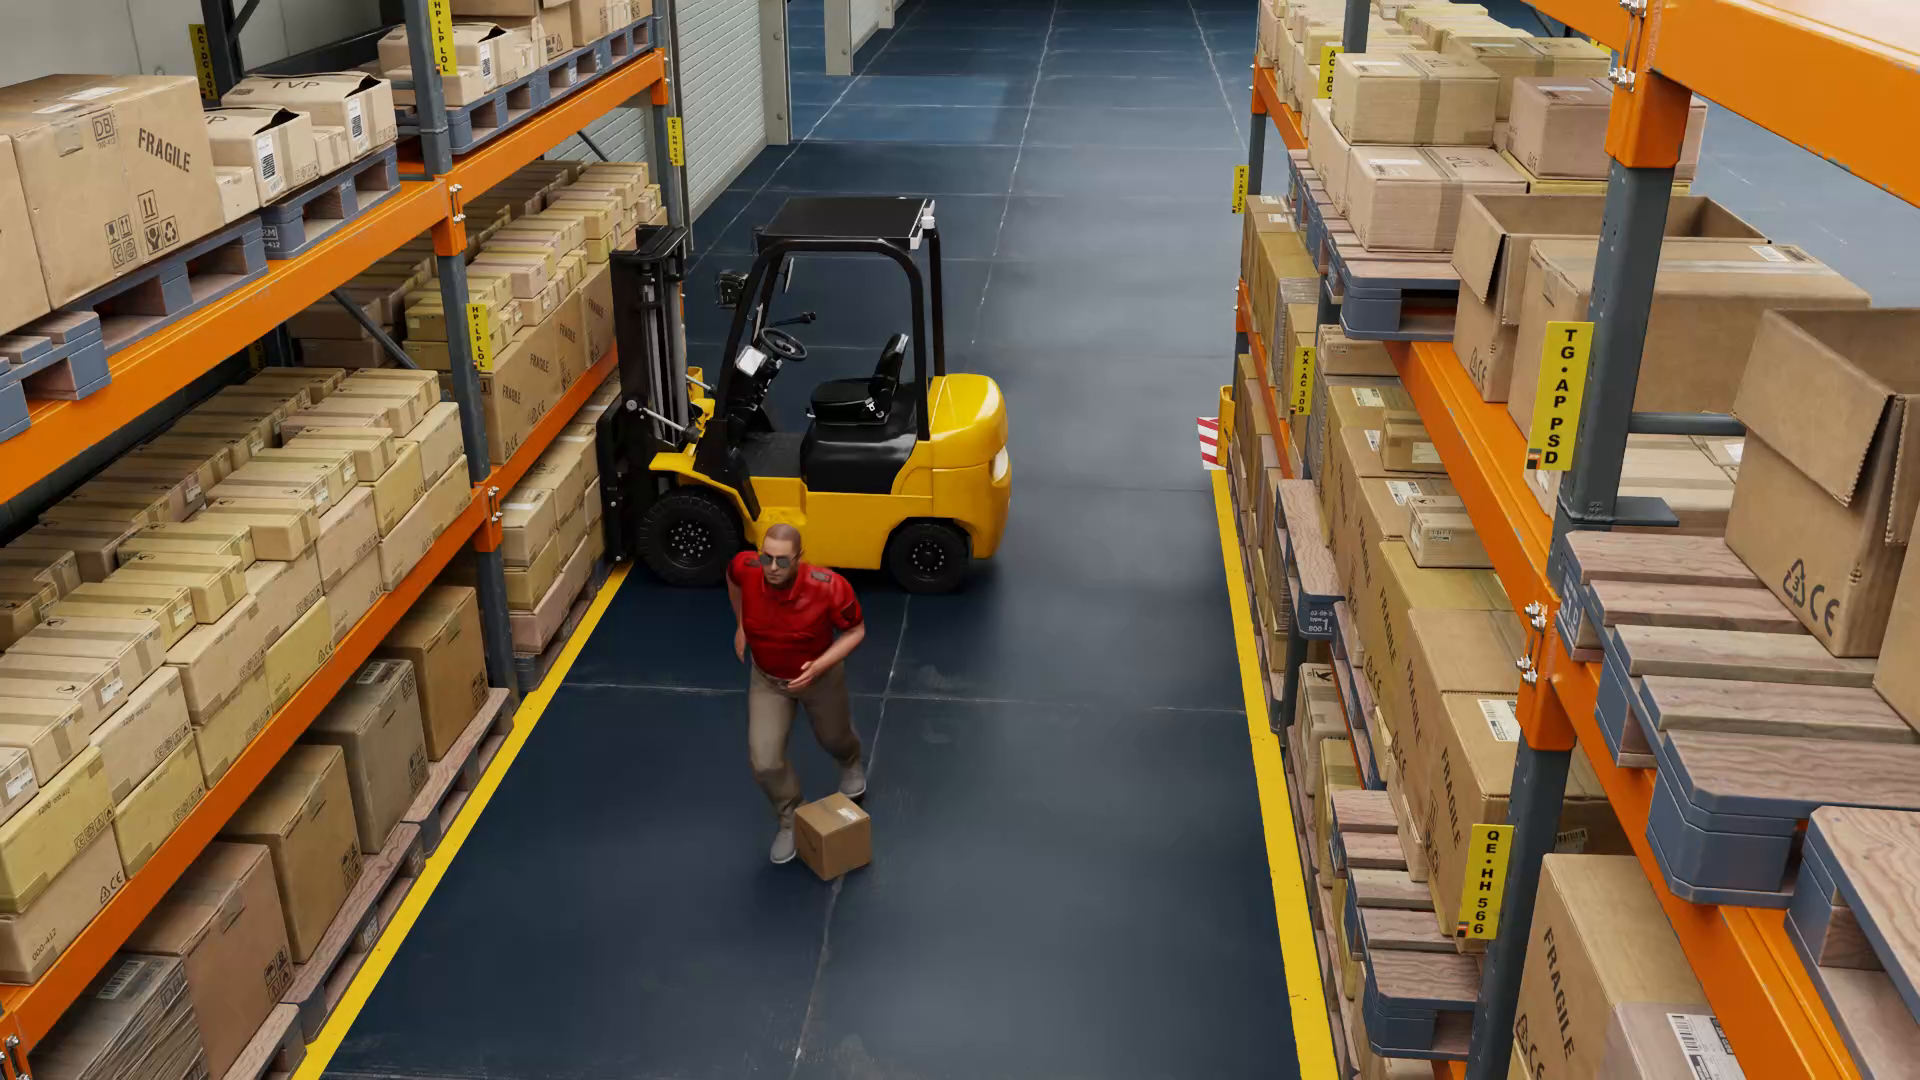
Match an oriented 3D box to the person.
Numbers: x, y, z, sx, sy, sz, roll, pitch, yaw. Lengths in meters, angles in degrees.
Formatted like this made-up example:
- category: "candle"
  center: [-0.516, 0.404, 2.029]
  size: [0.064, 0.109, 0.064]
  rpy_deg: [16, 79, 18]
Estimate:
- category: "person"
  center: [-0.715, 0.602, 7.400]
  size: [0.647, 1.671, 0.951]
  rpy_deg: [2, 24, 4]
